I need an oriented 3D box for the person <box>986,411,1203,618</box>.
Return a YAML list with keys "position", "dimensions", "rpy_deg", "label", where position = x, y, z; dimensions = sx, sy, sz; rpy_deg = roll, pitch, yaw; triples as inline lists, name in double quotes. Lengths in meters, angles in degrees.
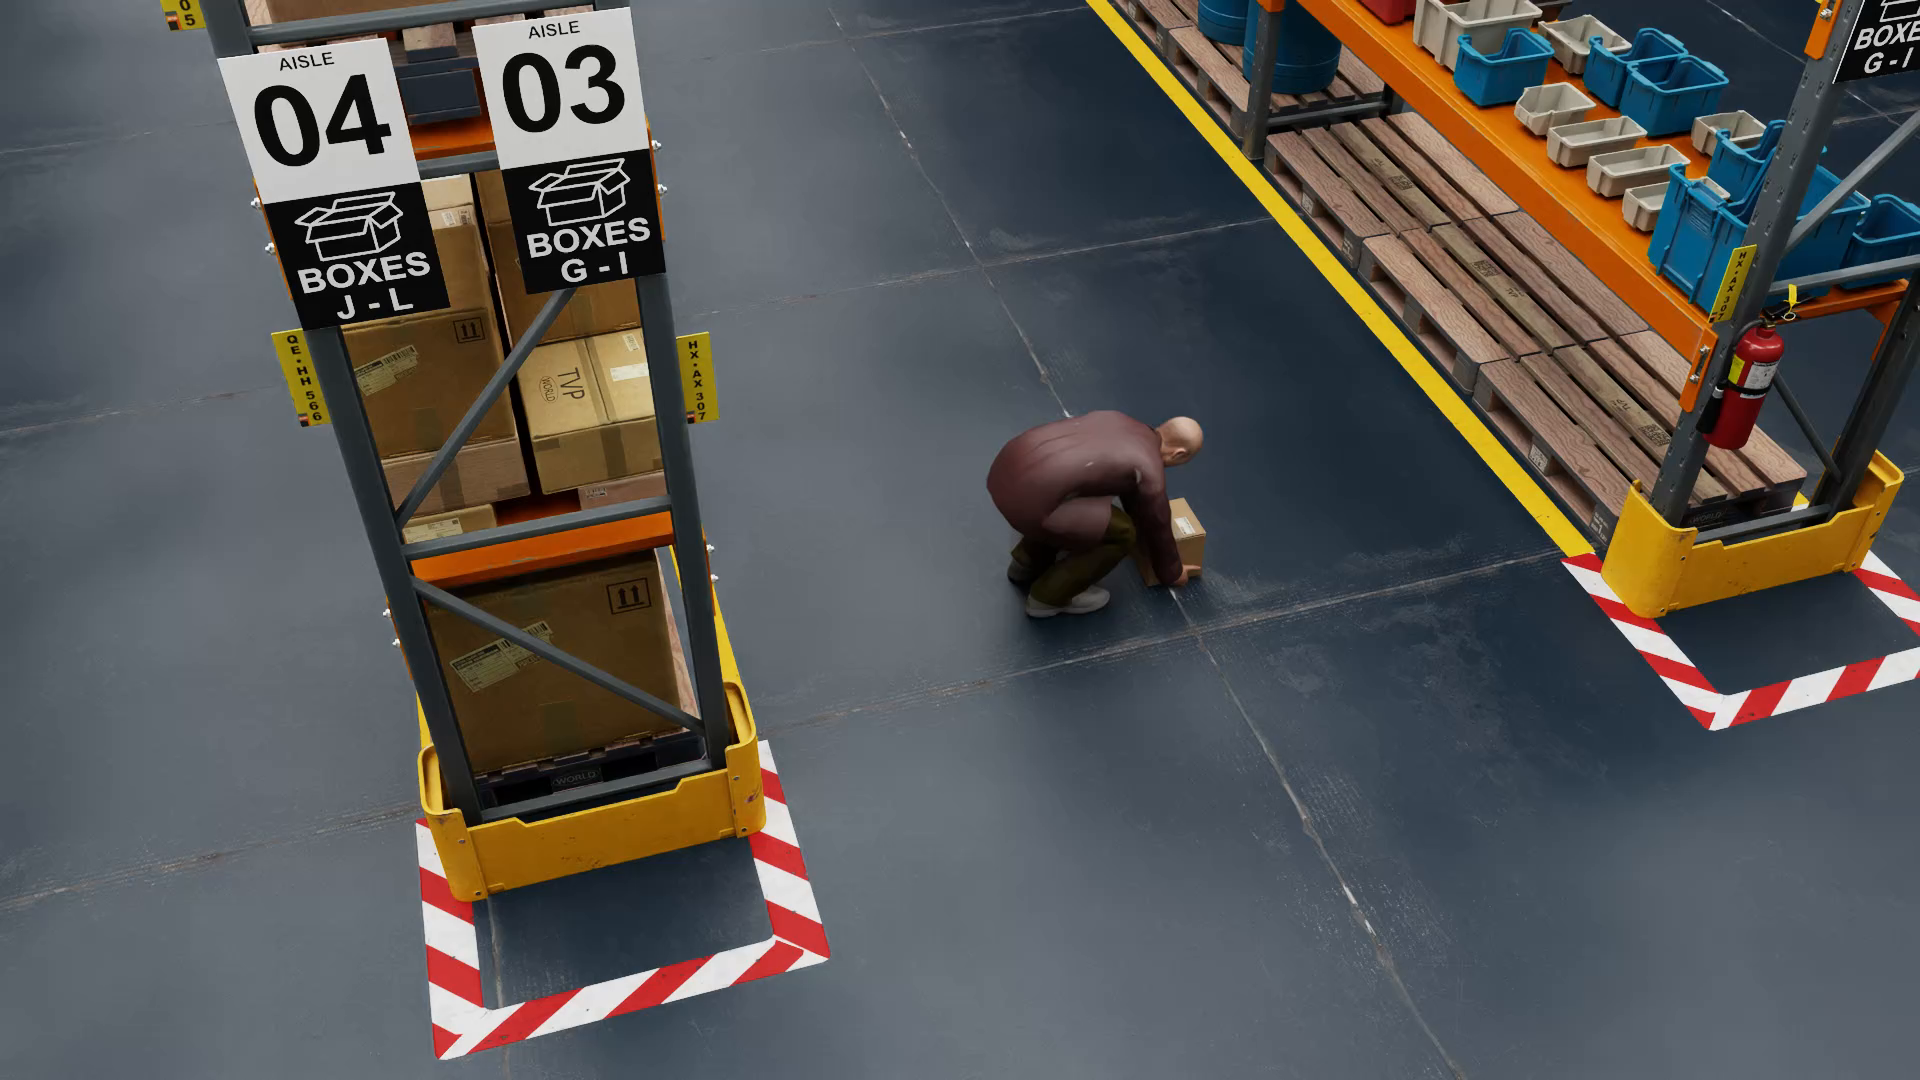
- position: [0.572, -0.138, 7.035]
  dimensions: [0.953, 0.874, 0.588]
  rpy_deg: [-13, 43, -14]
  label: "person"
